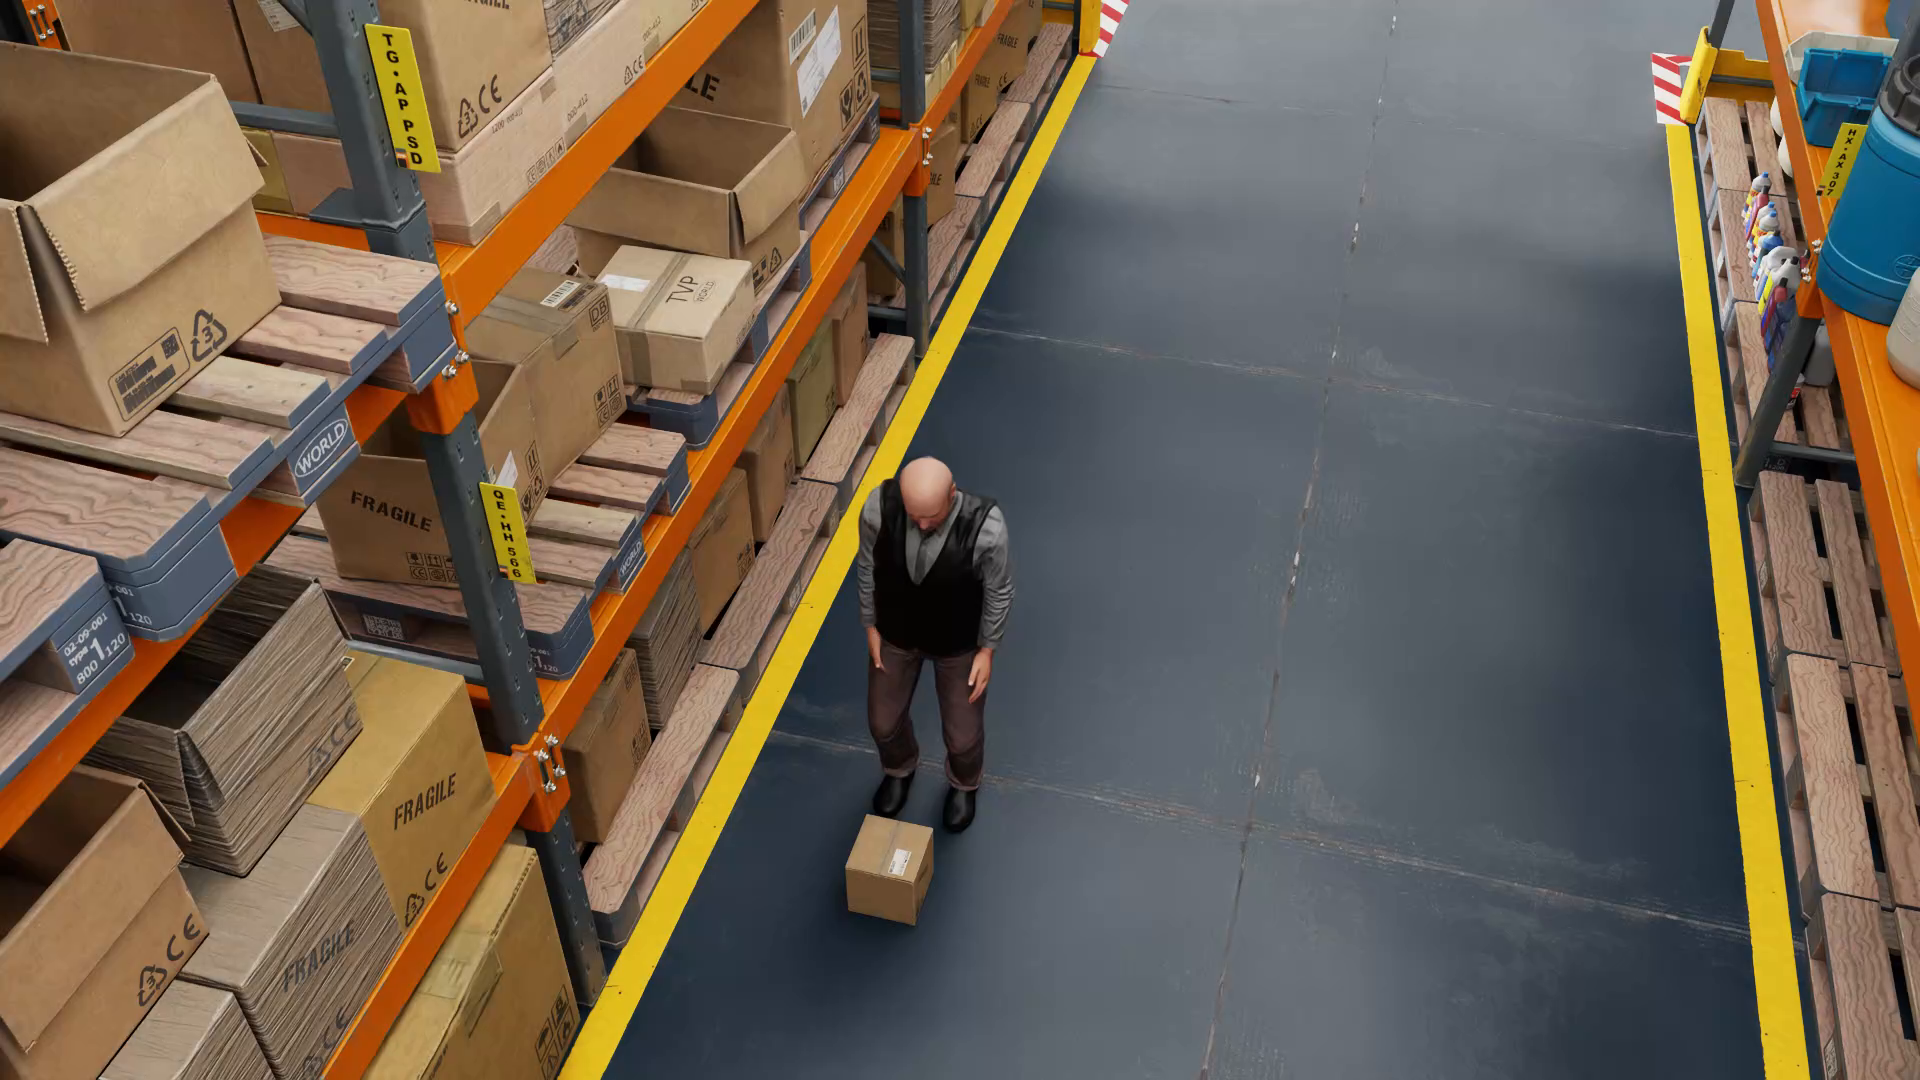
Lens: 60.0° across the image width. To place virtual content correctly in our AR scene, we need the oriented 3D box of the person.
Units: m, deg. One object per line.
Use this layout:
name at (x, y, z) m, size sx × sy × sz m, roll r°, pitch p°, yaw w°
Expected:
person at (-0.084, 0.340, 5.824) m, size 0.556 × 1.679 × 0.423 m, roll 11°, pitch 42°, yaw 12°
